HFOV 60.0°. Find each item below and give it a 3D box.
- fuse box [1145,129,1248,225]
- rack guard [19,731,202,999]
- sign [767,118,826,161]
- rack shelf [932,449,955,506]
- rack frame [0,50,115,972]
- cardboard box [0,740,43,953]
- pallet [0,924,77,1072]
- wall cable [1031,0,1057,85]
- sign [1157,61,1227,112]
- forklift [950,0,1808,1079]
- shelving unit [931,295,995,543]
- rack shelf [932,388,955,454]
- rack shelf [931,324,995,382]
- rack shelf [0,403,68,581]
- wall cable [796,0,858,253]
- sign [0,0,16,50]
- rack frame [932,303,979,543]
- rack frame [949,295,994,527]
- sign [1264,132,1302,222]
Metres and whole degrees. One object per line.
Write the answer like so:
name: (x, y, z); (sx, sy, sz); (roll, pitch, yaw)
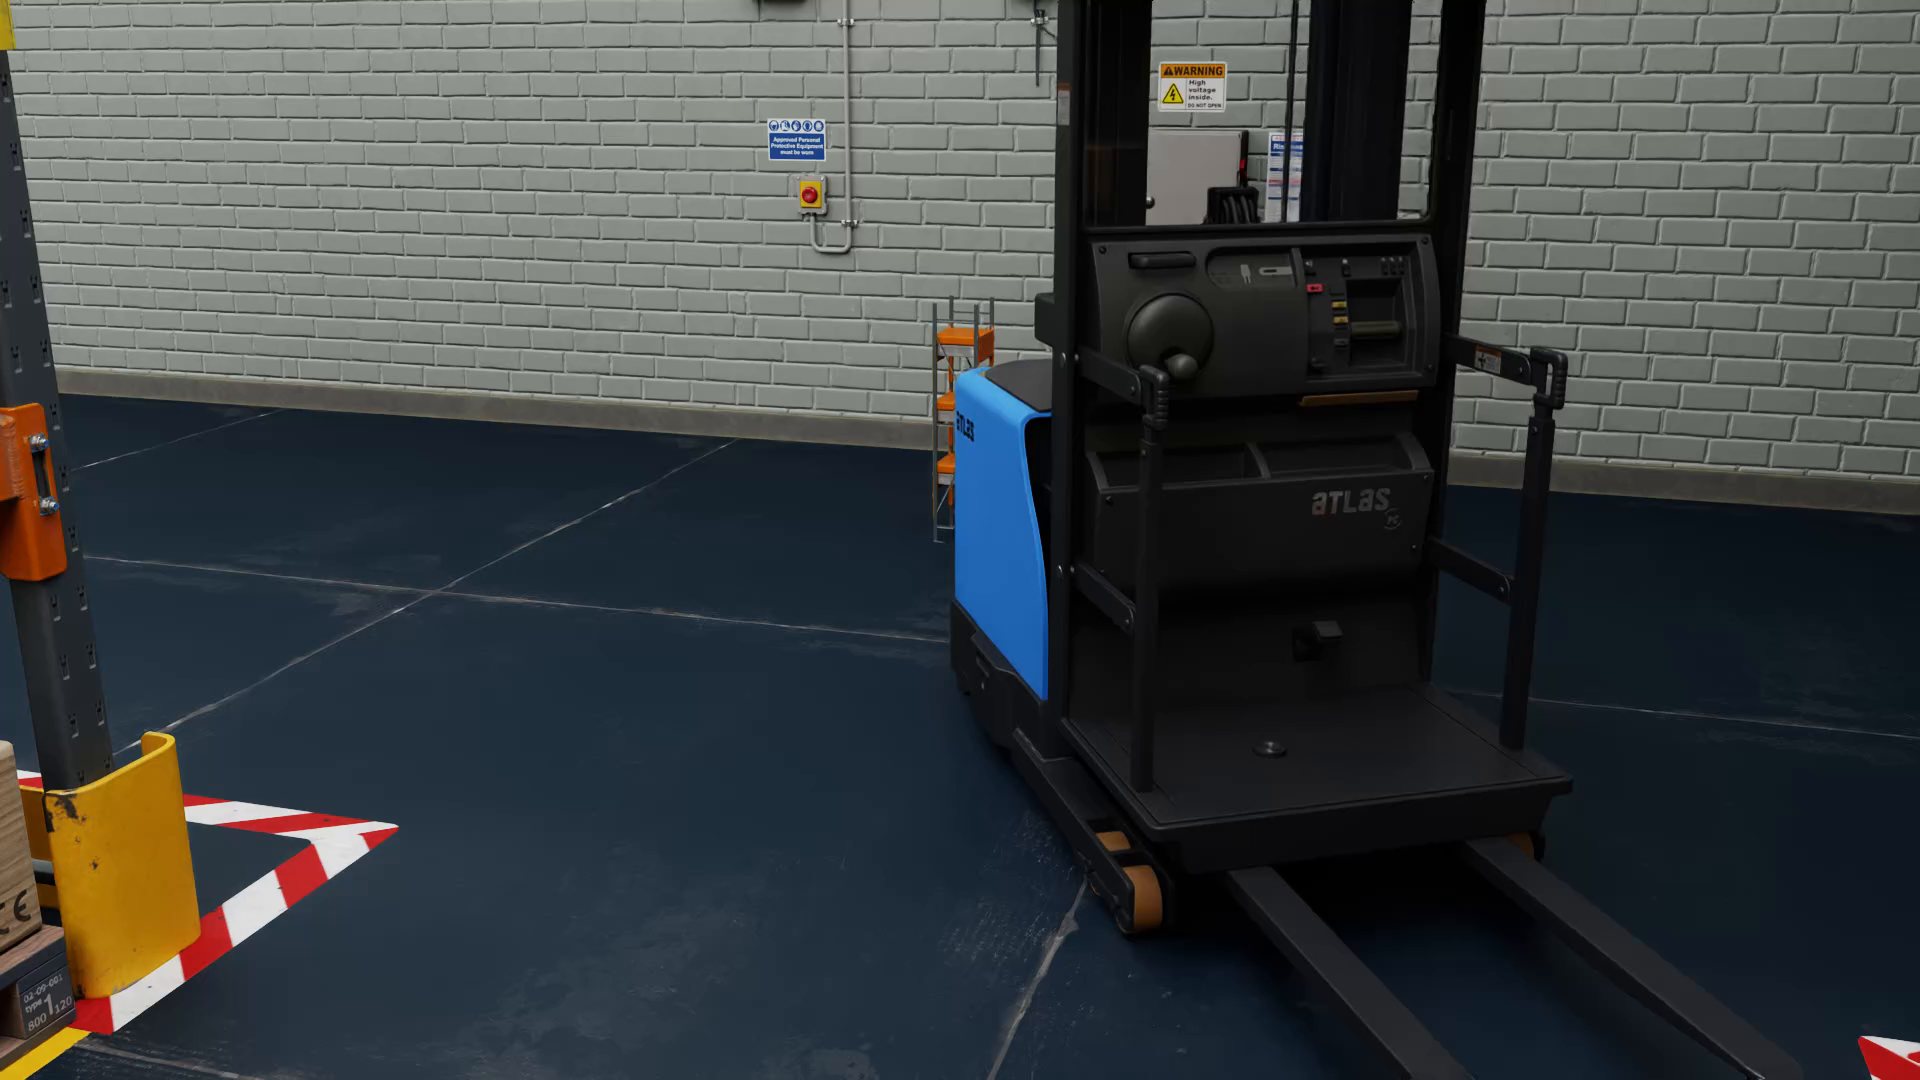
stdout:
fuse box: (1.134, -1.153, 8.260); (0.539, 1.711, 0.414); (5, 16, 16)
rack guard: (-2.412, 0.699, 3.948); (1.175, 0.500, 0.348); (5, 16, 16)
sign: (-0.867, -2.124, 8.825); (0.327, 0.218, 0.001); (5, 16, 16)
rack shelf: (0.015, -0.242, 7.314); (0.215, 0.259, 0.240); (5, 16, 16)
rack frame: (-2.418, -0.497, 3.585); (1.000, 3.000, 0.127); (5, 16, 16)
cardboard box: (-2.510, 0.714, 3.241); (0.875, 0.438, 0.875); (4, 16, 14)
pallet: (-2.571, 1.060, 3.207); (1.003, 0.211, 1.213); (5, 16, 16)
wall cable: (0.525, -2.356, 8.277); (0.588, 1.984, 0.122); (5, 16, 16)
sign: (1.140, -2.229, 8.177); (0.339, 0.242, 0.001); (5, 16, 16)
forklift: (0.838, -0.580, 4.003); (1.130, 2.935, 3.031); (-4, 16, -14)
shelving unit: (0.015, -0.519, 7.235); (0.215, 1.050, 0.252); (5, 16, 16)
rack shelf: (0.015, -0.509, 7.238); (0.215, 0.259, 0.240); (5, 16, 16)
rack shelf: (0.015, -0.782, 7.161); (0.215, 0.259, 0.240); (5, 16, 16)
rack shelf: (-2.987, 0.372, 1.839); (1.077, 0.370, 4.000); (5, 16, 16)
wall cable: (-0.838, -2.478, 8.650); (0.585, 1.953, 0.123); (5, 16, 16)
sign: (-1.902, -1.122, 3.234); (0.100, 0.325, 0.005); (5, 16, 16)
rack frame: (-0.019, -0.487, 7.123); (0.200, 1.050, 0.008); (5, 16, 16)
rack frame: (0.050, -0.551, 7.348); (0.200, 1.050, 0.008); (5, 16, 16)
sign: (1.667, -1.743, 8.153); (0.329, 0.494, 0.001); (5, 16, 16)
